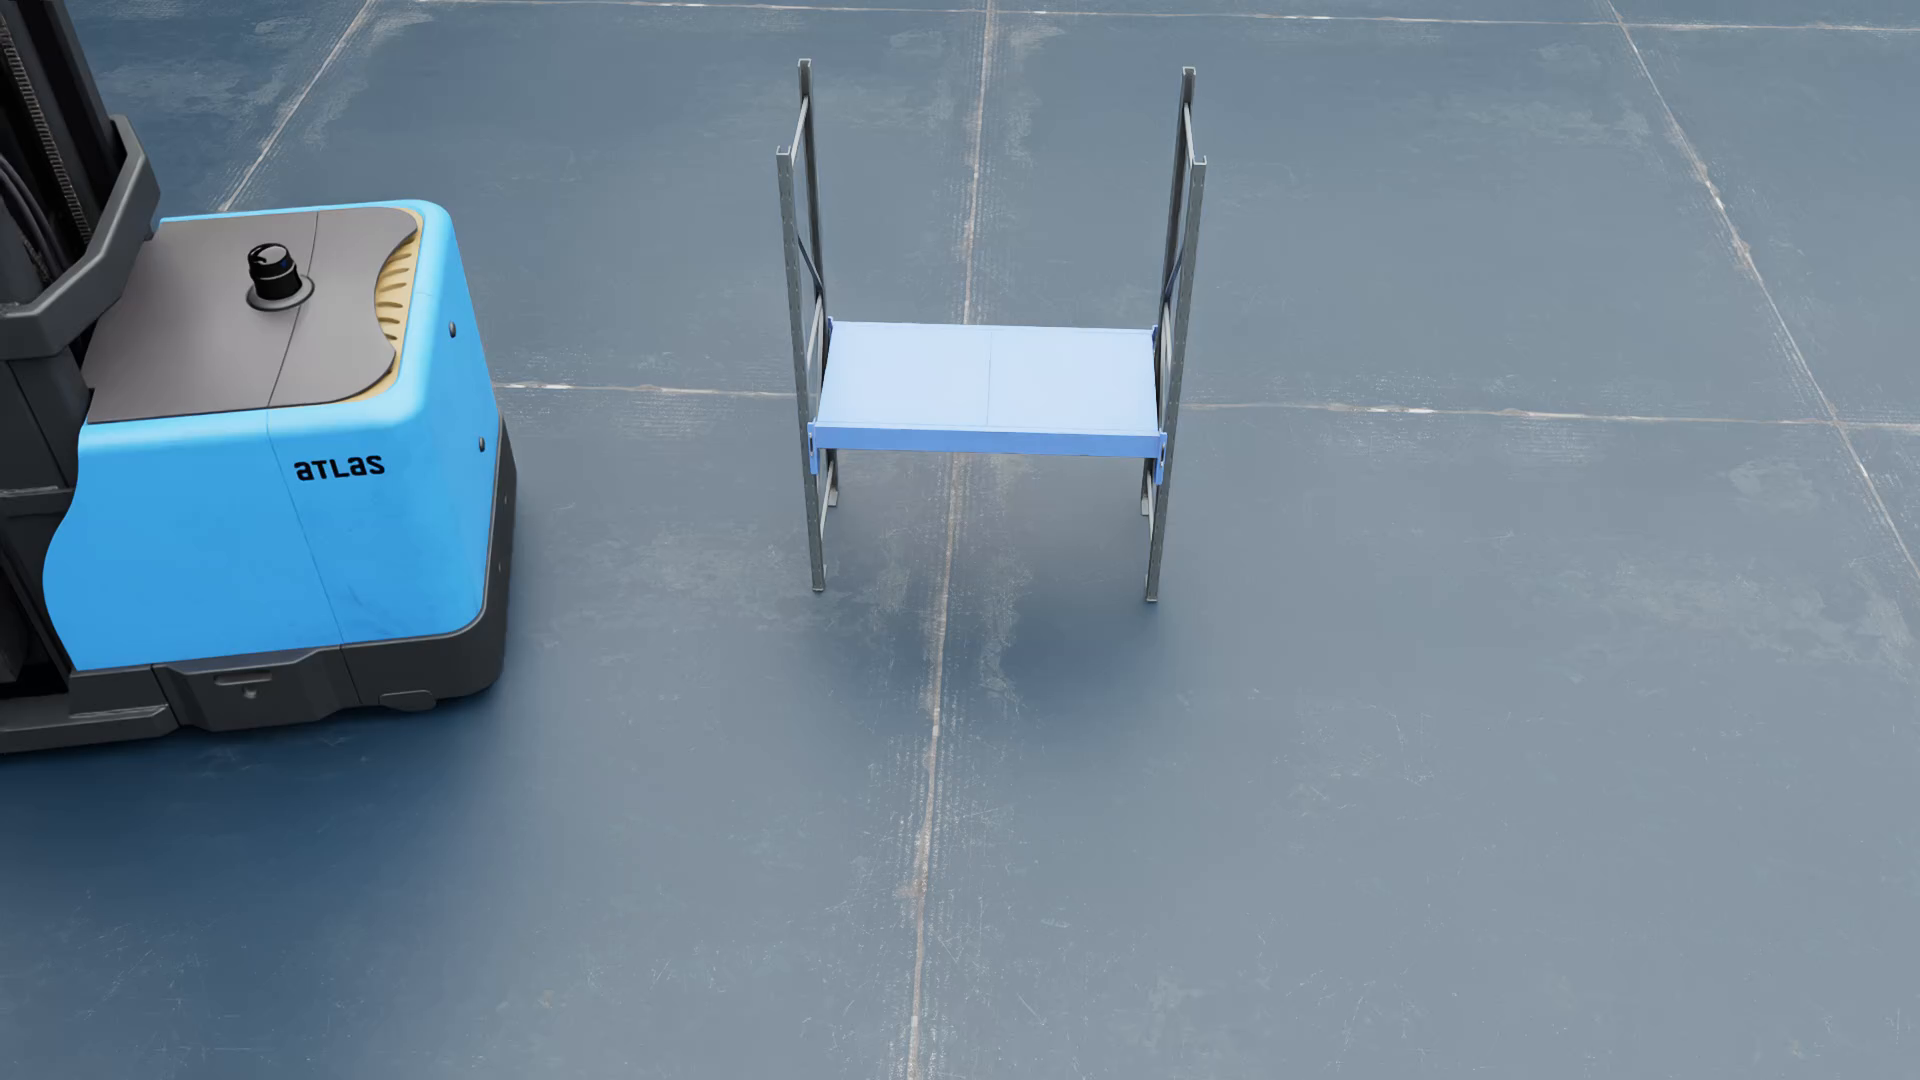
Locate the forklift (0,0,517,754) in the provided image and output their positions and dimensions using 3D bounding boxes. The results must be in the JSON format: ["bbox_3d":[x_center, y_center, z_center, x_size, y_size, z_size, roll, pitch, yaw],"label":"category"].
[{"bbox_3d":[-2.869,-0.797,3.955,3.031,2.935,1.130,-6,43,-6],"label":"forklift"}]

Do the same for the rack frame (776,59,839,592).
[{"bbox_3d":[-0.423,-0.562,4.753,0.032,1.500,0.500,2,43,2],"label":"rack frame"}]

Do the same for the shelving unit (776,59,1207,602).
[{"bbox_3d":[0.085,-0.546,4.736,1.048,1.500,0.538,2,43,2],"label":"shelving unit"}]

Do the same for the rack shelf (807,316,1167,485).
[{"bbox_3d":[0.085,-0.415,4.859,1.000,0.185,0.538,2,43,2],"label":"rack shelf"}]

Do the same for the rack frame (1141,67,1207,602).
[{"bbox_3d":[0.593,-0.531,4.719,0.032,1.500,0.500,2,43,2],"label":"rack frame"}]
